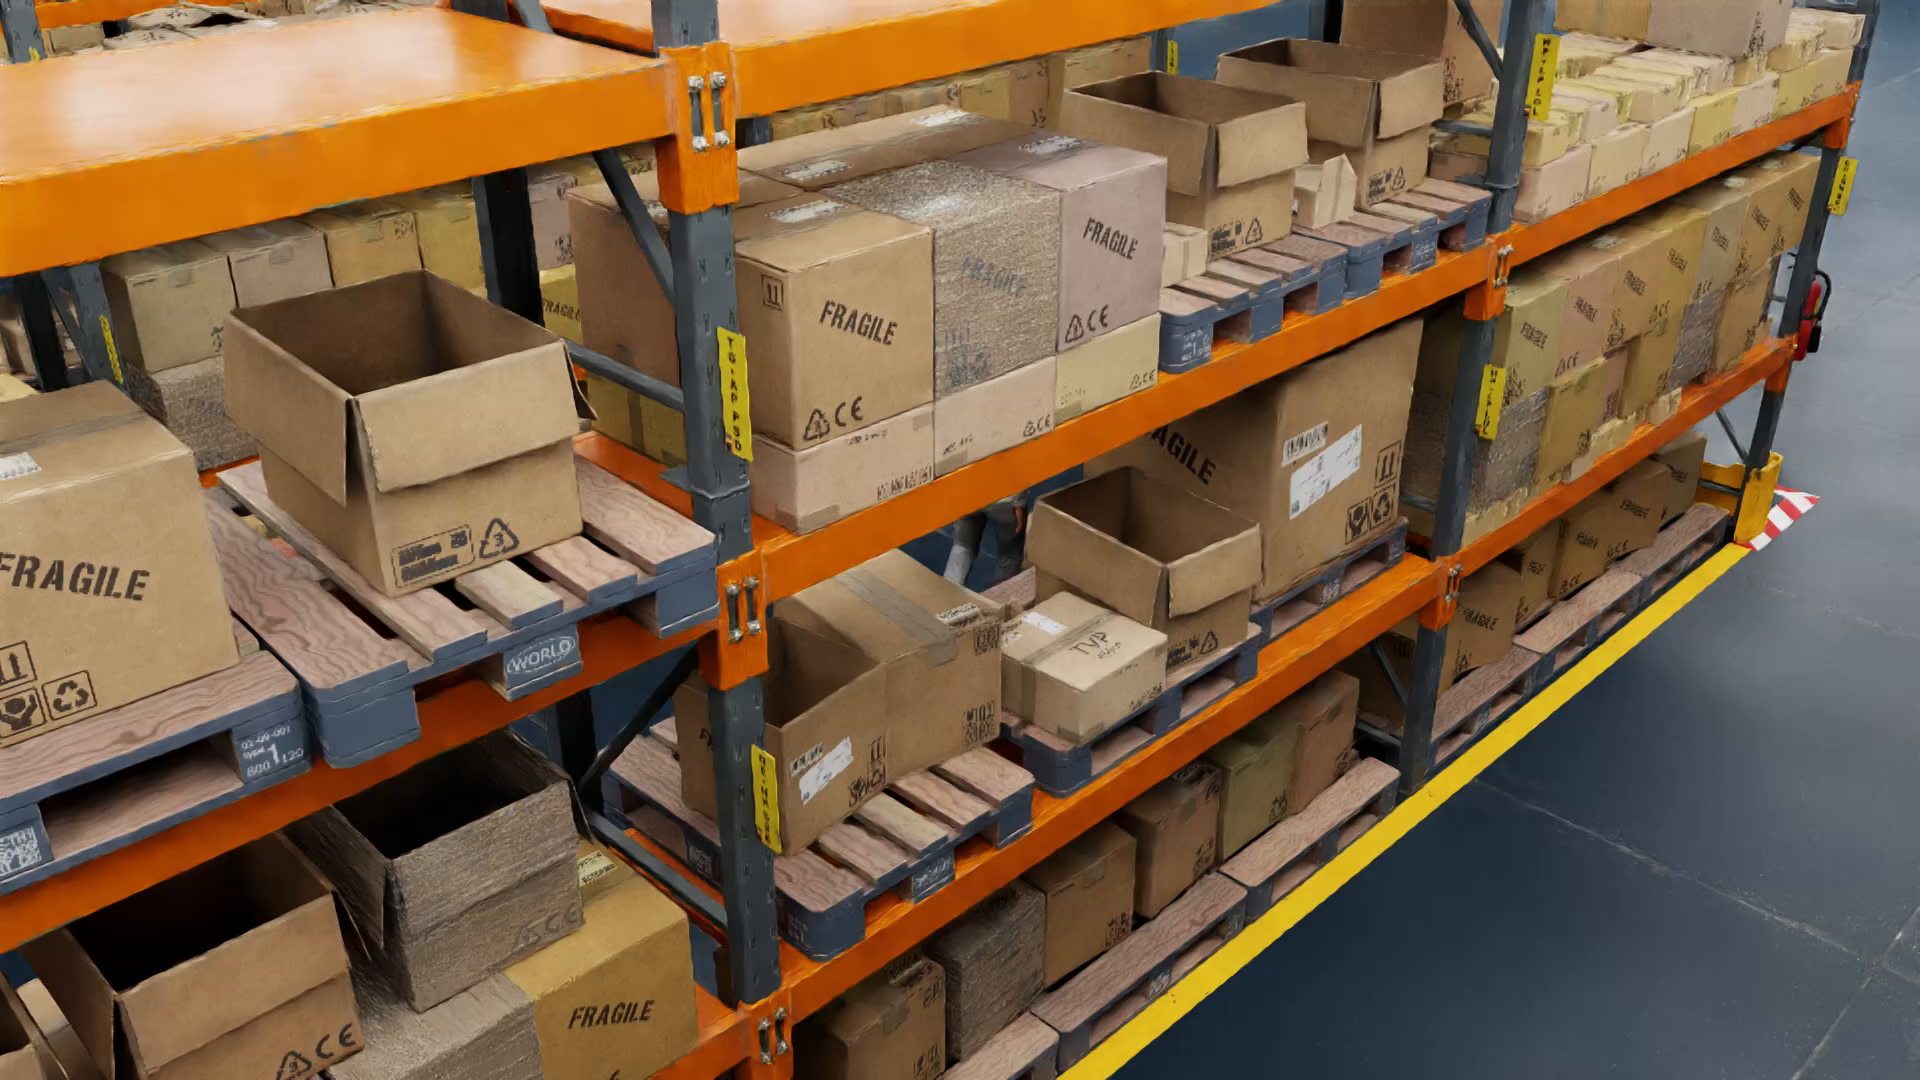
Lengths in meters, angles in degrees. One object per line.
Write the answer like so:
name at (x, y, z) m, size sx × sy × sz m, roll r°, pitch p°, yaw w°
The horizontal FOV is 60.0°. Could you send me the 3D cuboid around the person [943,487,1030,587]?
person at (0.157, -0.258, 9.087) m, size 0.544 × 1.766 × 0.803 m, roll 13°, pitch 30°, yaw 23°
